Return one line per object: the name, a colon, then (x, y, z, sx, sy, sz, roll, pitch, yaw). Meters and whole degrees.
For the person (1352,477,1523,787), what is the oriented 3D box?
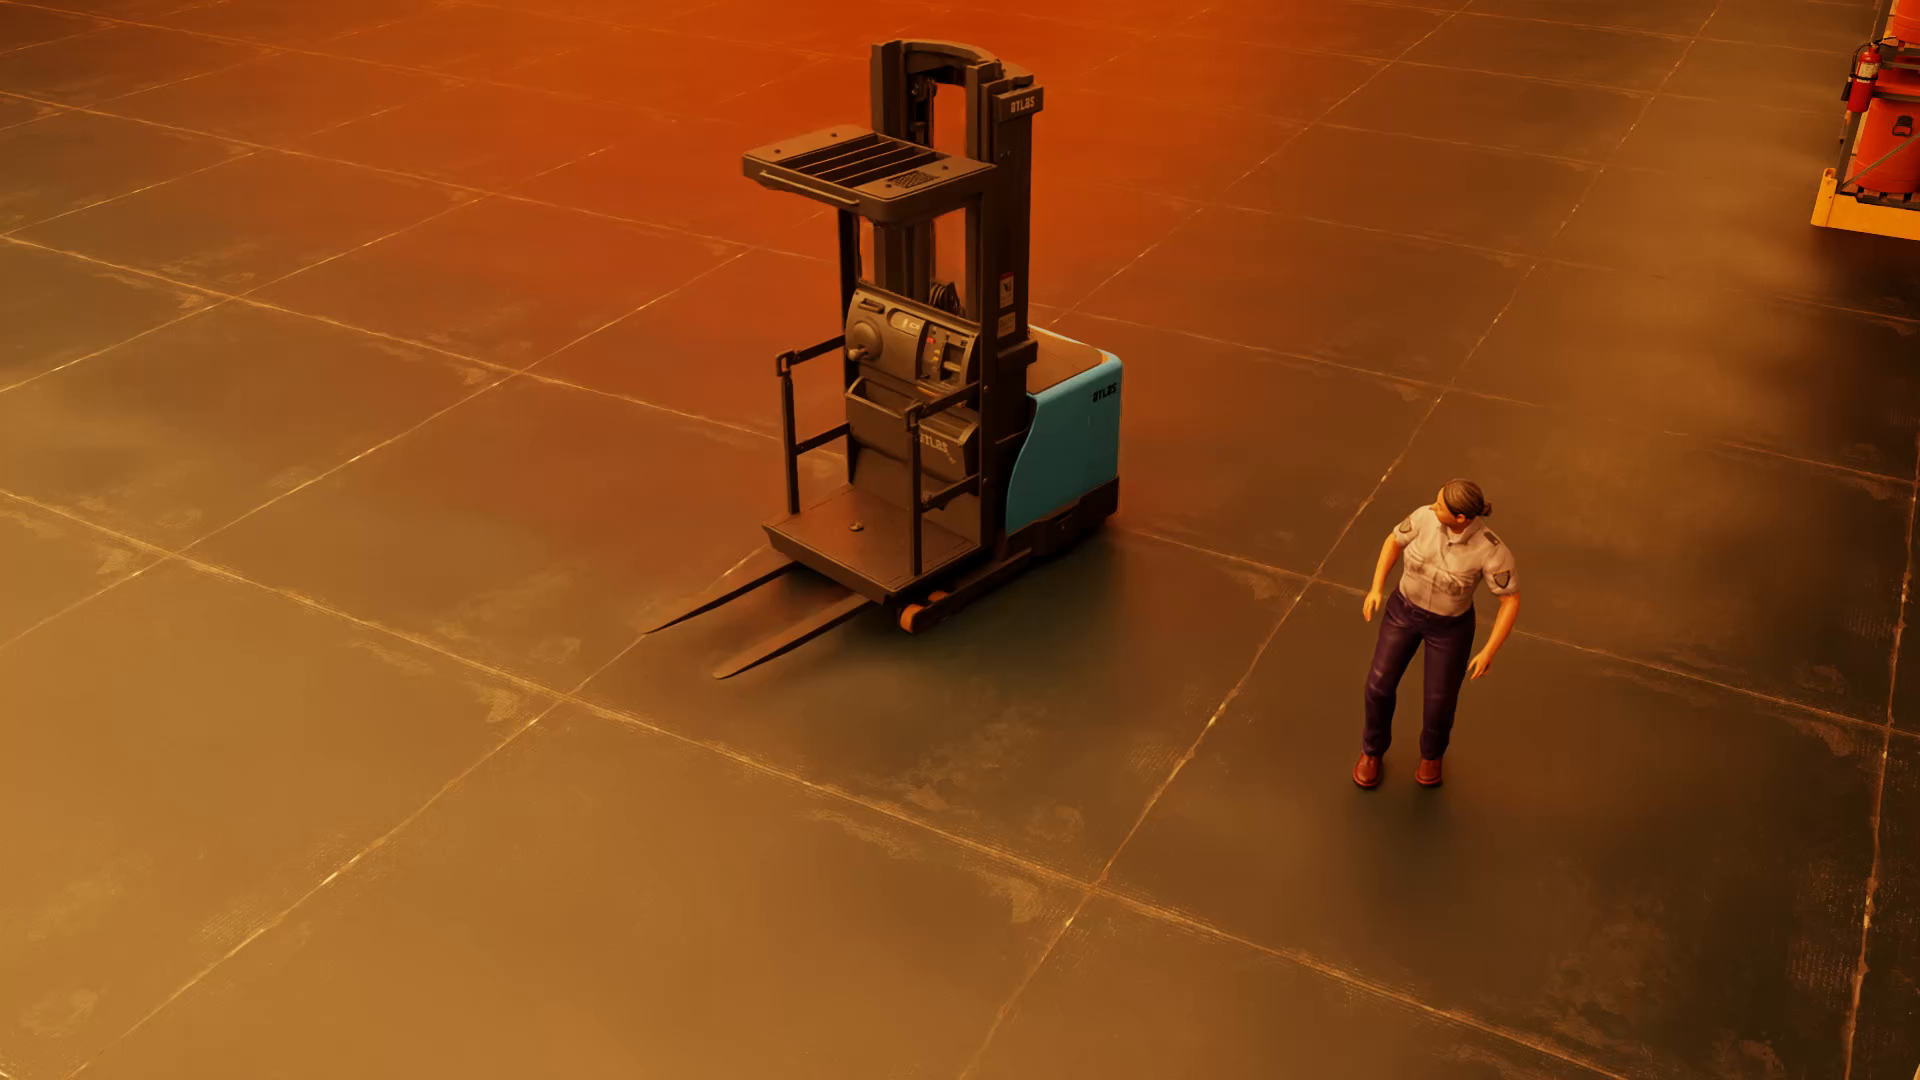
person: (2.181, 0.436, 7.637, 0.680, 1.619, 0.485, 19, 35, 30)

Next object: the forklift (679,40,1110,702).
forklift: (-0.328, -1.006, 8.814, 1.130, 2.935, 3.031, 18, 35, 29)
